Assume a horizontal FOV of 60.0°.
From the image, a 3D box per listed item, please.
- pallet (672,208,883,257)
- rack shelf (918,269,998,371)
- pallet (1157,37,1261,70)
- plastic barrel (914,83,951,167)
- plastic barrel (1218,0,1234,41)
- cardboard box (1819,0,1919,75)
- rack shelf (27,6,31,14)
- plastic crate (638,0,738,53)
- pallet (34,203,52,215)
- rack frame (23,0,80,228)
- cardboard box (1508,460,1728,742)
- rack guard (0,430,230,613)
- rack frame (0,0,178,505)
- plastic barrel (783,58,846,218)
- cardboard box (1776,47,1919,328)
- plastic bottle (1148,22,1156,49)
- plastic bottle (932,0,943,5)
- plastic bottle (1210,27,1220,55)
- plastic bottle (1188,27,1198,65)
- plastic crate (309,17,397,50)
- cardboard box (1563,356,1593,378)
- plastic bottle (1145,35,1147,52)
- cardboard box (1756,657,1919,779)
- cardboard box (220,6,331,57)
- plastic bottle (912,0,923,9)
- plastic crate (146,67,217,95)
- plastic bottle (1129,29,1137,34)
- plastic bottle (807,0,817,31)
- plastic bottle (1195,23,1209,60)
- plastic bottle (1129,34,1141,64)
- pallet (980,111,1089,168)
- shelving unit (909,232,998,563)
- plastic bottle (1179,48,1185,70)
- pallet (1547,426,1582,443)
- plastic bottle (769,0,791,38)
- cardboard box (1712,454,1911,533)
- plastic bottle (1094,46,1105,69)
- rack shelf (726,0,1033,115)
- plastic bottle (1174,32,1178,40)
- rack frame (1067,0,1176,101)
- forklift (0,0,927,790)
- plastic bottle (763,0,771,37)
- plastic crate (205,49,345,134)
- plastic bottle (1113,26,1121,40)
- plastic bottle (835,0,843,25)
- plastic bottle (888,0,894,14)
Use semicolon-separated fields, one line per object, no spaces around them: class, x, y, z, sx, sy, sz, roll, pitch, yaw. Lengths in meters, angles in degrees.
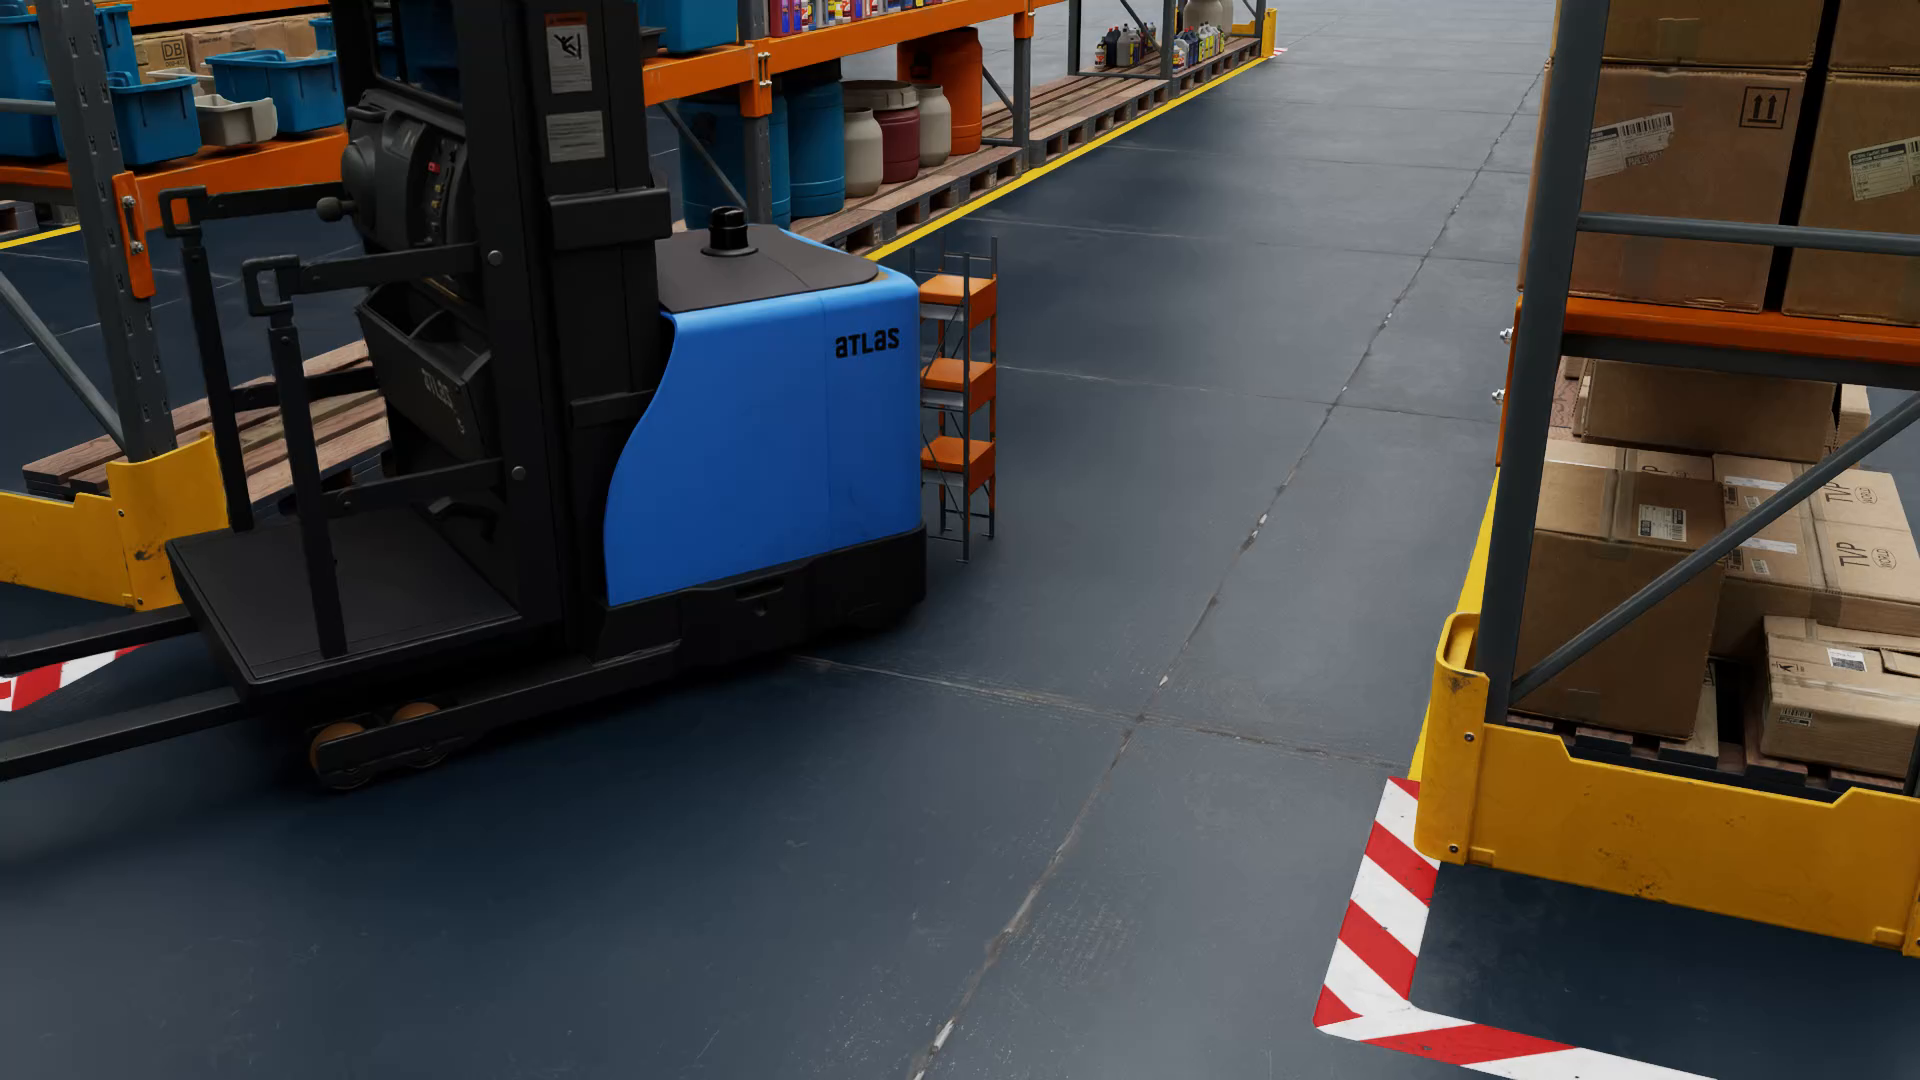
pallet;-1.137;-1.711;9.573;1.003;0.211;1.213;9;24;20
rack shelf;-0.020;-0.717;5.397;0.215;0.259;0.240;9;24;20
pallet;2.704;-5.412;18.432;1.003;0.211;1.213;9;24;20
plastic barrel;-0.269;-2.813;11.275;0.421;0.512;0.421;0;23;0
plastic barrel;2.821;-5.822;18.478;0.421;0.512;0.421;0;23;0
cardboard box;2.059;-1.215;3.339;0.500;0.500;0.500;10;25;22
rack shelf;-6.804;-2.389;8.512;1.077;0.370;4.000;9;24;20
plastic crate;-1.319;-2.532;7.864;0.392;0.384;0.575;9;24;20
pallet;-5.844;-2.437;11.311;1.003;0.211;1.213;9;24;20
rack frame;-6.061;-3.437;10.087;1.000;3.000;0.127;9;24;20
cardboard box;1.623;0.134;4.209;0.500;0.500;0.500;9;24;20
rack guard;-2.945;-0.133;5.419;1.175;0.500;0.348;9;24;20
rack frame;-2.948;-1.297;4.962;1.000;3.000;0.127;9;24;20
plastic barrel;-0.981;-2.399;9.780;0.600;0.901;0.708;9;24;20
cardboard box;2.059;-0.753;3.532;0.500;0.500;0.500;9;24;21
plastic bottle;2.032;-5.362;17.664;0.097;0.271;0.097;0;23;0
plastic bottle;-0.155;-3.491;10.367;0.061;0.283;0.133;9;24;20
plastic bottle;2.601;-5.162;17.180;0.152;0.276;0.135;9;24;20
plastic bottle;2.264;-4.869;16.380;0.144;0.351;0.185;8;24;18
plastic crate;-2.423;-2.019;6.830;0.416;0.233;0.300;9;24;20
cardboard box;2.778;-0.861;6.836;0.500;0.311;0.500;9;24;20
plastic bottle;1.905;-5.239;17.371;0.097;0.271;0.097;0;23;0
cardboard box;2.124;0.426;3.967;0.380;0.149;0.250;9;24;20
cardboard box;-5.189;-3.520;12.497;1.225;0.875;0.875;9;24;20
plastic bottle;-0.274;-3.377;10.094;0.061;0.283;0.133;9;24;20
plastic crate;-2.692;-1.622;6.006;0.396;0.136;0.243;9;24;20
plastic bottle;1.736;-5.051;16.913;0.152;0.276;0.135;9;24;21
plastic bottle;-0.818;-2.865;8.885;0.097;0.271;0.097;0;23;0
plastic bottle;2.422;-5.021;16.744;0.144;0.351;0.185;9;24;20
plastic bottle;1.699;-4.865;16.469;0.152;0.276;0.135;9;24;20
pallet;0.347;-3.144;13.004;1.003;0.211;1.213;9;24;20
shelving unit;-0.020;-0.465;5.502;0.215;1.050;0.252;9;24;20
plastic bottle;2.110;-4.627;15.995;0.097;0.201;0.097;0;23;0
pallet;2.428;-0.047;5.589;1.003;0.211;1.213;9;24;20
plastic bottle;-0.930;-2.744;8.580;0.061;0.283;0.133;9;24;20
cardboard box;2.486;-0.032;4.932;0.500;0.250;0.500;9;24;20
plastic bottle;1.355;-4.677;16.115;0.097;0.201;0.097;0;23;0
rack shelf;-0.720;-3.112;10.241;1.077;0.370;4.000;9;24;20
plastic bottle;2.060;-4.822;16.267;0.144;0.351;0.185;9;24;20
rack frame;1.509;-5.591;15.243;1.000;3.000;0.127;9;24;20
forklift;-1.610;-0.949;4.220;3.031;2.935;1.130;-15;27;-31
plastic bottle;-1.016;-2.799;8.624;0.144;0.351;0.185;9;24;20
plastic crate;-2.306;-1.524;5.646;0.416;0.233;0.300;9;24;20
plastic bottle;1.552;-4.912;16.484;0.144;0.351;0.185;8;24;17
plastic bottle;-0.696;-2.951;9.180;0.097;0.201;0.097;0;23;0
plastic bottle;-0.438;-3.232;9.762;0.097;0.271;0.097;0;23;0
